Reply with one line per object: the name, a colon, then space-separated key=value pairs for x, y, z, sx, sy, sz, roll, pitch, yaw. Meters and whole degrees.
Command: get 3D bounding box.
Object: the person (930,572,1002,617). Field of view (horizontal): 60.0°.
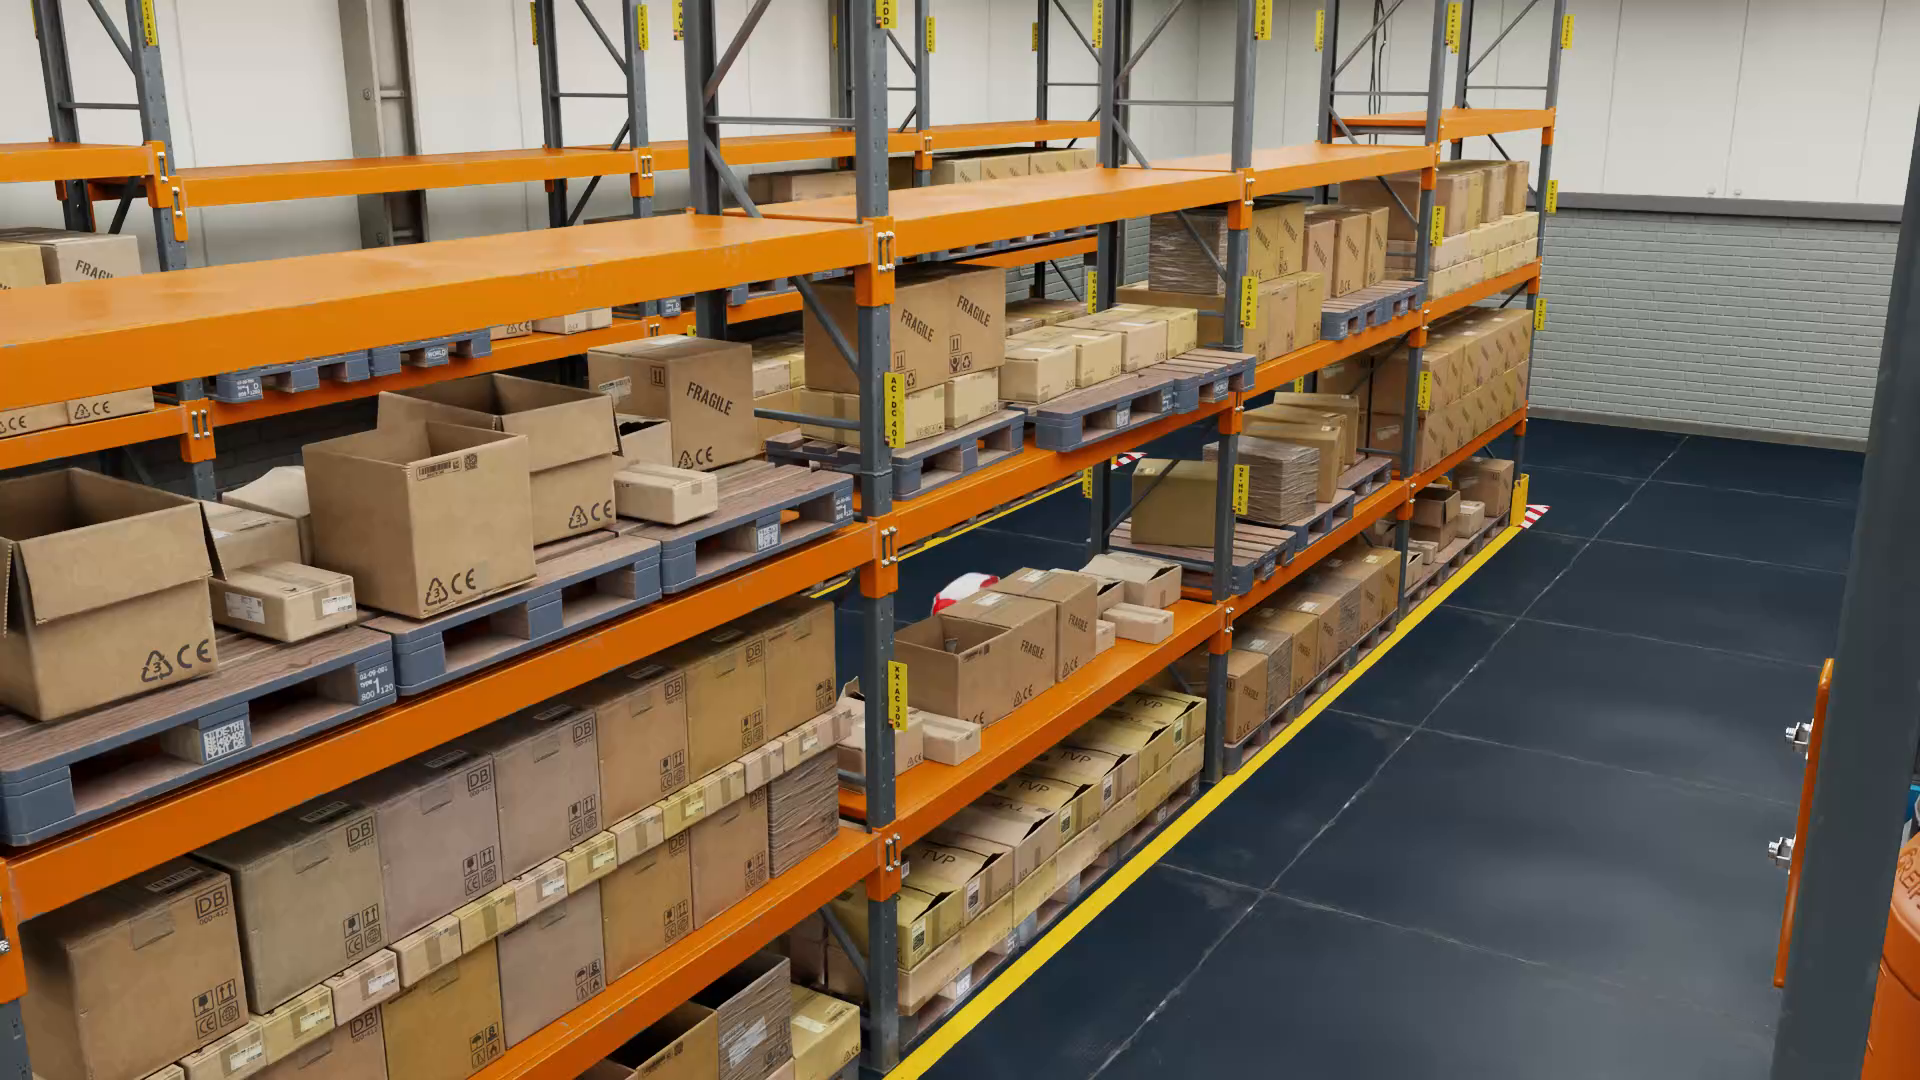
person: x=0.049 y=0.716 z=13.340 sx=0.521 sy=0.821 sz=0.964 roll=9 pitch=18 yaw=29
